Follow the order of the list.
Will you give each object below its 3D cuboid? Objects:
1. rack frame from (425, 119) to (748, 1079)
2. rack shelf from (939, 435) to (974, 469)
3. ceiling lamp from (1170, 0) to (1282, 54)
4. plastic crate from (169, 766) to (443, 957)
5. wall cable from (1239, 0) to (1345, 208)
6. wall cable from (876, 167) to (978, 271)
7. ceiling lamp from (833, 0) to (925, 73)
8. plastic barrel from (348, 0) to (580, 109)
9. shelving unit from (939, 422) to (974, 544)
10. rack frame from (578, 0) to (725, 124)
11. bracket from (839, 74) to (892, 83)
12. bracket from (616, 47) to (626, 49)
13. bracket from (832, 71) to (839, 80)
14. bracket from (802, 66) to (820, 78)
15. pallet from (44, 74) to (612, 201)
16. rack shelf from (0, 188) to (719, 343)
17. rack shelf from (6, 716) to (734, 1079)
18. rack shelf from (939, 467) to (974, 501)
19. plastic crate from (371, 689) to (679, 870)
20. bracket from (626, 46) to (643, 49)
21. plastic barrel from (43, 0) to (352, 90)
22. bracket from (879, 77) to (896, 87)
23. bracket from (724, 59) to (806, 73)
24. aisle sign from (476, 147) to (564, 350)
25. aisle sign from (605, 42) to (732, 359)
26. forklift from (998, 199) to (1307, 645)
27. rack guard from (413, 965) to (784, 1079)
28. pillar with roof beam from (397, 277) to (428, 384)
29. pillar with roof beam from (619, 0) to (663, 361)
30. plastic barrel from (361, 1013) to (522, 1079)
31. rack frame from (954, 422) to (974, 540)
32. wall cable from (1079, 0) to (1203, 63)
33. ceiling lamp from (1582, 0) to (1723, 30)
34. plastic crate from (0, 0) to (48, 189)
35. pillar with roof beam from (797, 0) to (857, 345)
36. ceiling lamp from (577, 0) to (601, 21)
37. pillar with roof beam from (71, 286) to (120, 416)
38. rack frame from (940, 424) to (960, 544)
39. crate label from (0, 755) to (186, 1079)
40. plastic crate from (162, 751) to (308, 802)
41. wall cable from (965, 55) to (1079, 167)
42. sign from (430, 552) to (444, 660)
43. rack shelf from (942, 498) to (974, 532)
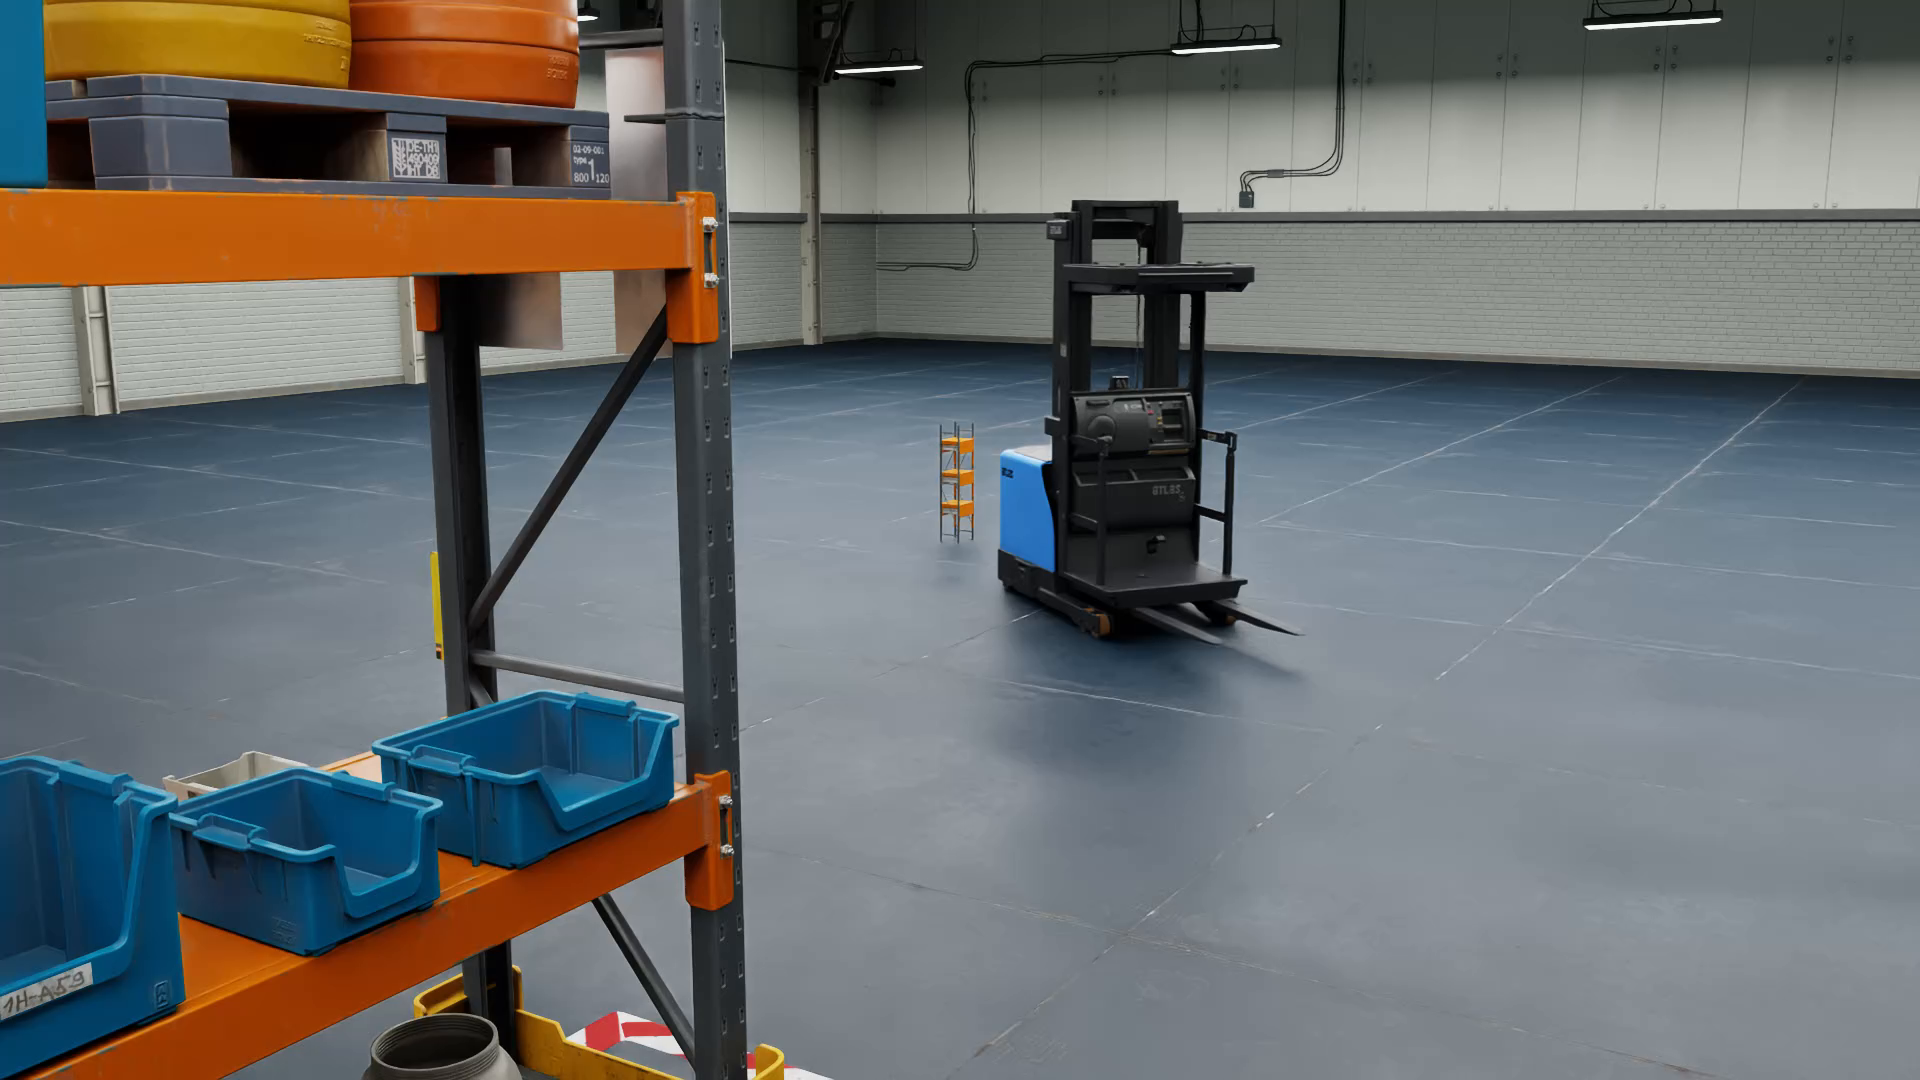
[{"bbox_3d":[-1.048,0.388,4.643,1.000,3.000,0.127,6,12,31],"label":"rack frame"},{"bbox_3d":[-0.028,-0.776,14.677,0.215,0.259,0.240,6,12,31],"label":"rack shelf"},{"bbox_3d":[4.817,-10.250,29.304,2.000,3.185,0.800,6,12,31],"label":"ceiling lamp"},{"bbox_3d":[-1.395,0.670,3.541,0.499,0.251,0.408,6,12,31],"label":"plastic crate"},{"bbox_3d":[7.213,-10.248,35.912,2.305,6.003,0.169,6,12,31],"label":"wall cable"},{"bbox_3d":[-0.892,-7.959,41.368,3.097,2.526,0.112,6,12,31],"label":"wall cable"},{"bbox_3d":[-1.499,-10.956,33.075,2.000,3.185,0.800,6,12,31],"label":"ceiling lamp"},{"bbox_3d":[-1.192,-1.415,3.815,0.600,0.830,0.708,6,12,31],"label":"plastic barrel"},{"bbox_3d":[-0.028,-0.508,14.727,0.215,1.050,0.252,6,12,31],"label":"shelving unit"},{"bbox_3d":[-1.048,-2.560,4.091,1.000,3.000,0.127,6,12,31],"label":"rack frame"},{"bbox_3d":[-2.109,-11.229,40.613,0.076,0.066,3.189,6,12,31],"label":"bracket"},{"bbox_3d":[-7.917,-9.470,31.217,0.076,0.066,4.783,6,12,31],"label":"bracket"},{"bbox_3d":[-3.033,-10.949,39.119,0.235,0.232,0.430,6,12,31],"label":"bracket"},{"bbox_3d":[-3.464,-10.819,38.421,0.235,0.232,0.430,6,12,31],"label":"bracket"},{"bbox_3d":[-1.562,-0.872,3.739,1.003,0.211,1.213,6,12,31],"label":"pallet"},{"bbox_3d":[-2.087,-0.418,2.753,1.077,0.370,4.000,6,12,31],"label":"rack shelf"},{"bbox_3d":[-2.087,1.057,3.029,1.077,0.370,4.000,6,12,31],"label":"rack shelf"},{"bbox_3d":[-0.028,-0.497,14.729,0.215,0.259,0.240,6,12,31],"label":"rack shelf"},{"bbox_3d":[-1.053,0.569,4.083,0.499,0.251,0.616,6,12,31],"label":"plastic crate"},{"bbox_3d":[-6.579,-9.875,33.381,0.235,0.232,0.430,6,12,31],"label":"bracket"},{"bbox_3d":[-1.532,-1.194,3.288,0.600,0.588,0.600,0,11,0],"label":"plastic barrel"},{"bbox_3d":[-1.803,-11.322,41.110,0.235,0.232,0.430,6,12,31],"label":"bracket"},{"bbox_3d":[-4.802,-10.414,36.257,0.076,0.066,4.783,6,12,31],"label":"bracket"},{"bbox_3d":[-1.261,-0.929,4.613,0.394,0.787,0.004,6,12,31],"label":"aisle sign"},{"bbox_3d":[-0.757,-0.872,4.312,0.394,0.787,0.004,6,12,31],"label":"aisle sign"},{"bbox_3d":[1.313,-0.862,11.510,1.130,2.935,3.031,-4,11,-22],"label":"forklift"},{"bbox_3d":[-1.048,1.633,4.785,1.175,0.500,0.348,6,12,31],"label":"rack guard"},{"bbox_3d":[-6.103,-6.850,27.005,9.100,9.000,0.548,6,12,31],"label":"pillar with roof beam"},{"bbox_3d":[-2.988,-7.794,32.045,9.100,9.000,0.548,6,12,31],"label":"pillar with roof beam"},{"bbox_3d":[-1.325,1.516,4.241,0.421,0.512,0.421,0,11,0],"label":"plastic barrel"},{"bbox_3d":[0.036,-0.527,14.830,0.200,1.050,0.008,6,12,31],"label":"rack frame"},{"bbox_3d":[4.065,-12.123,37.525,3.097,2.526,0.112,6,12,31],"label":"wall cable"},{"bbox_3d":[10.851,-9.576,25.701,2.000,3.185,0.800,6,12,31],"label":"ceiling lamp"},{"bbox_3d":[-1.781,-0.749,2.612,0.392,0.384,0.575,6,12,31],"label":"plastic crate"},{"bbox_3d":[0.127,-8.737,37.085,9.100,9.000,0.548,6,12,31],"label":"pillar with roof beam"},{"bbox_3d":[-6.229,-9.524,25.422,2.000,3.185,0.800,6,12,31],"label":"ceiling lamp"},{"bbox_3d":[-9.218,-5.907,21.964,9.100,9.000,0.400,6,12,31],"label":"pillar with roof beam"},{"bbox_3d":[-0.091,-0.488,14.625,0.200,1.050,0.008,6,12,31],"label":"rack frame"},{"bbox_3d":[-1.773,0.686,2.955,0.502,0.435,0.616,6,12,31],"label":"crate label"},{"bbox_3d":[-1.788,0.628,4.079,0.298,0.136,0.250,6,12,31],"label":"plastic crate"},{"bbox_3d":[1.420,-10.183,39.523,3.097,2.526,0.112,6,12,31],"label":"wall cable"},{"bbox_3d":[-1.516,0.199,4.902,0.100,0.325,0.005,6,12,31],"label":"sign"},{"bbox_3d":[-0.028,-0.224,14.780,0.215,0.259,0.240,6,12,31],"label":"rack shelf"}]
